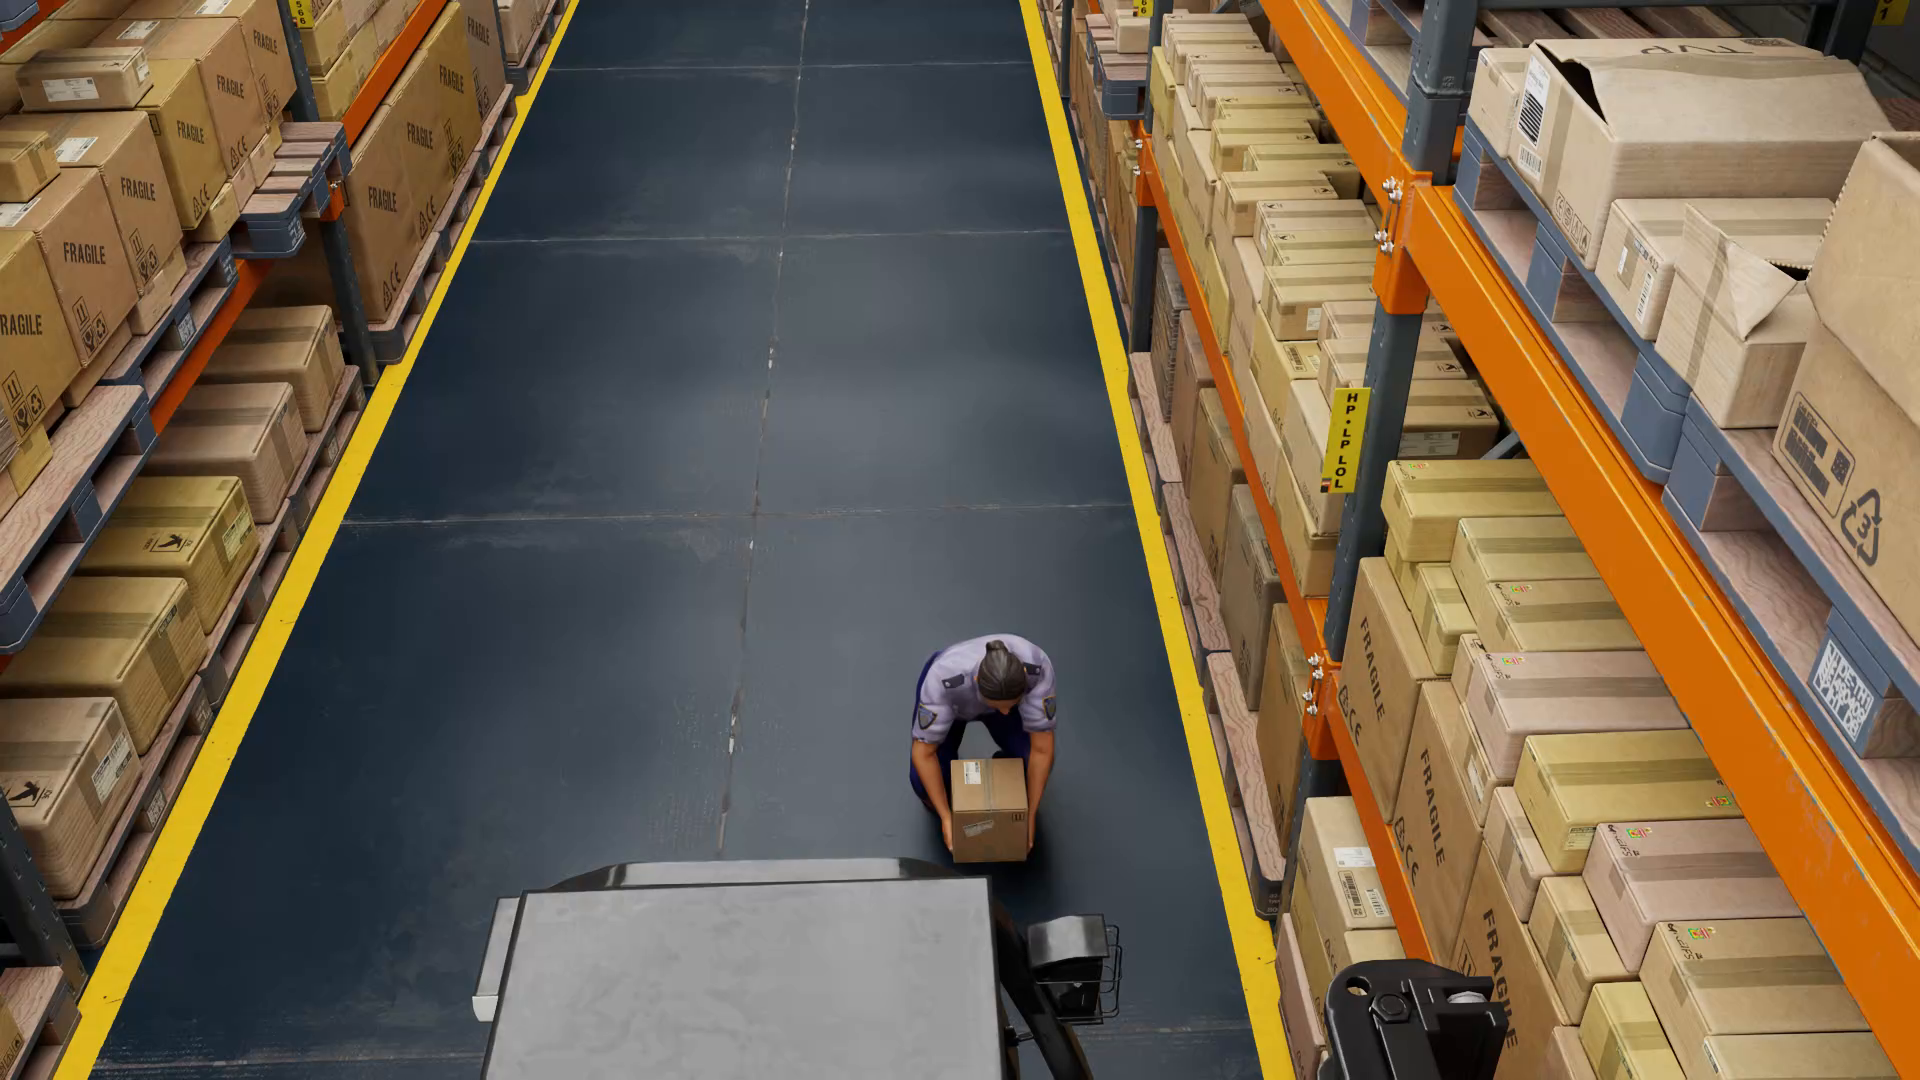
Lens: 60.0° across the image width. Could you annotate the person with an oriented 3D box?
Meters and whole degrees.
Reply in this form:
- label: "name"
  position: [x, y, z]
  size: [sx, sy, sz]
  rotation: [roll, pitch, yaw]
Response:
- label: "person"
  position: [0.073, 0.631, 5.905]
  size: [0.519, 0.929, 0.818]
  rotation: [-2, 35, -2]
